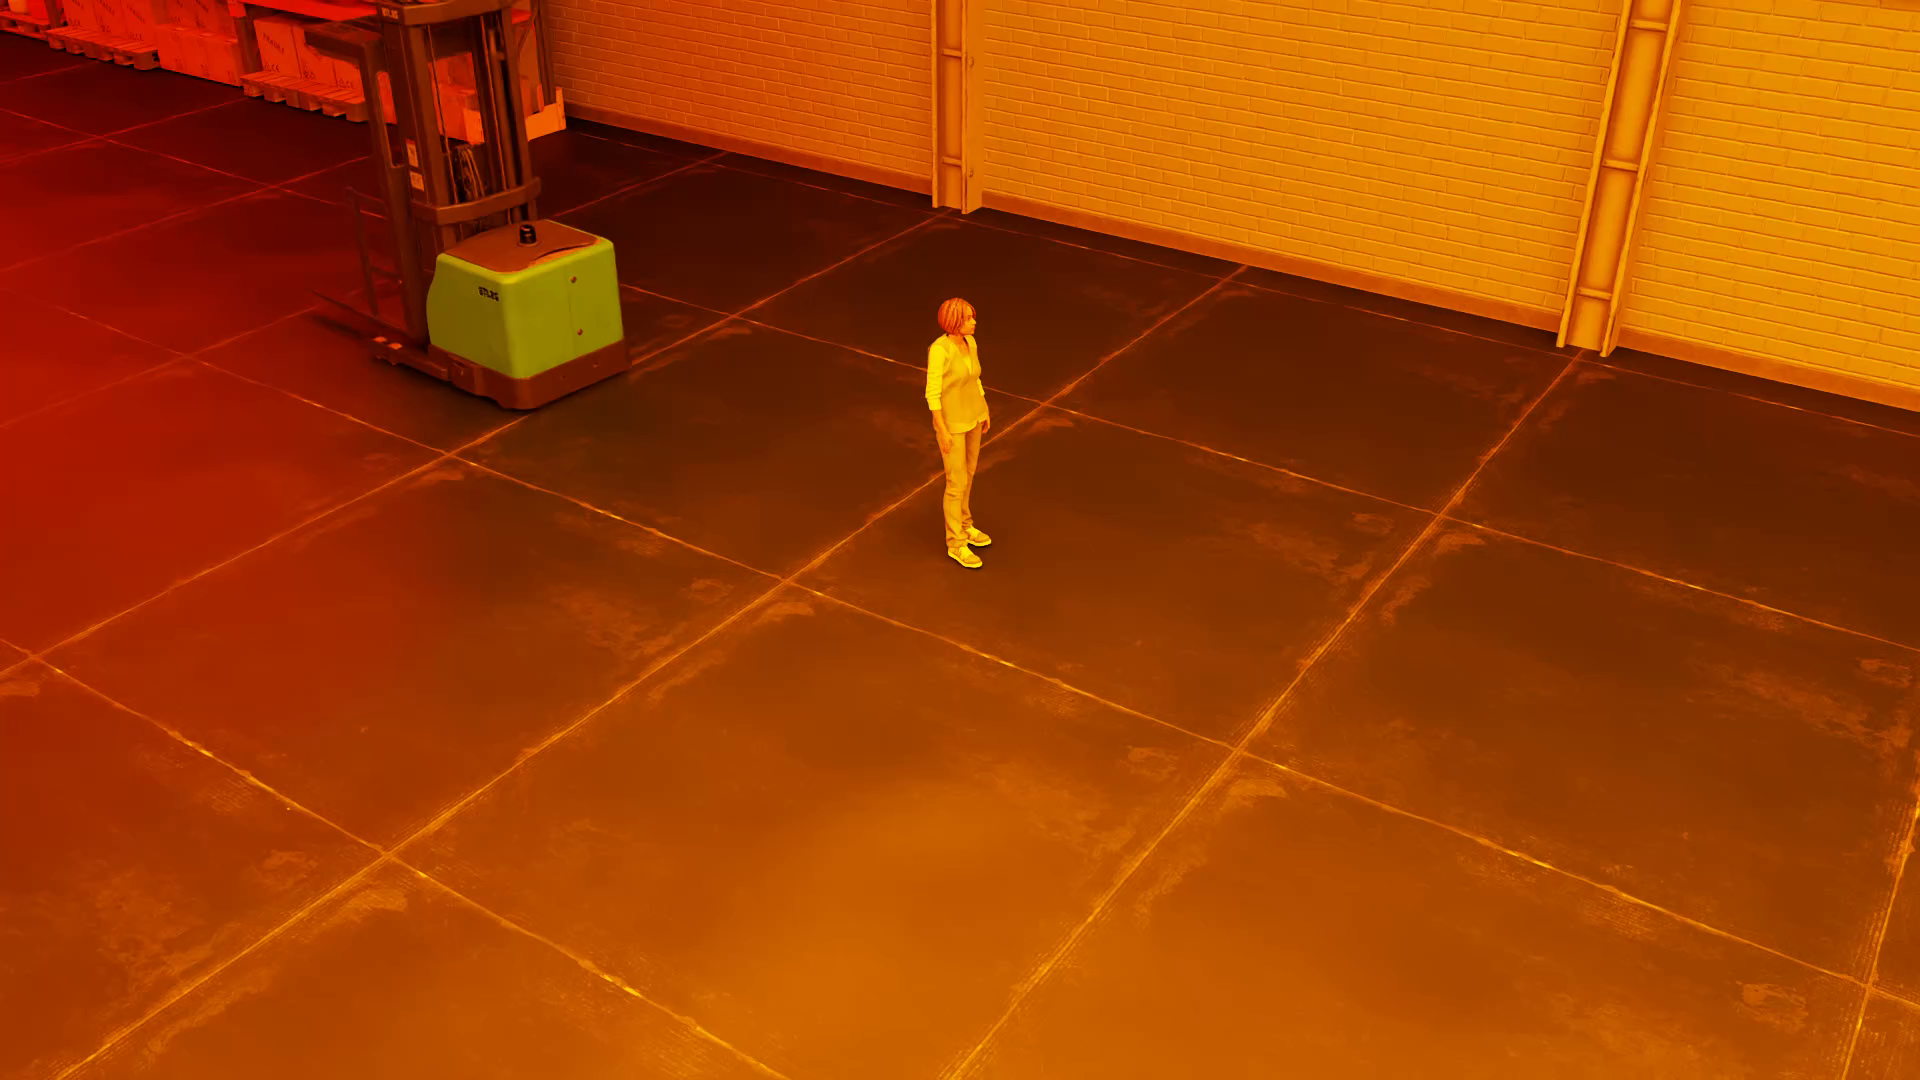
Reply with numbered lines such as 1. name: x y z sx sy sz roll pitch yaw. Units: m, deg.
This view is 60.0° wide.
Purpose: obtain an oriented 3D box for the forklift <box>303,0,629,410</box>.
1. forklift: -3.975 -2.803 12.408 3.031 2.935 1.130 22 37 33

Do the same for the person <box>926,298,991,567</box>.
1. person: 0.053 -0.670 10.049 0.475 1.597 0.520 19 35 29
